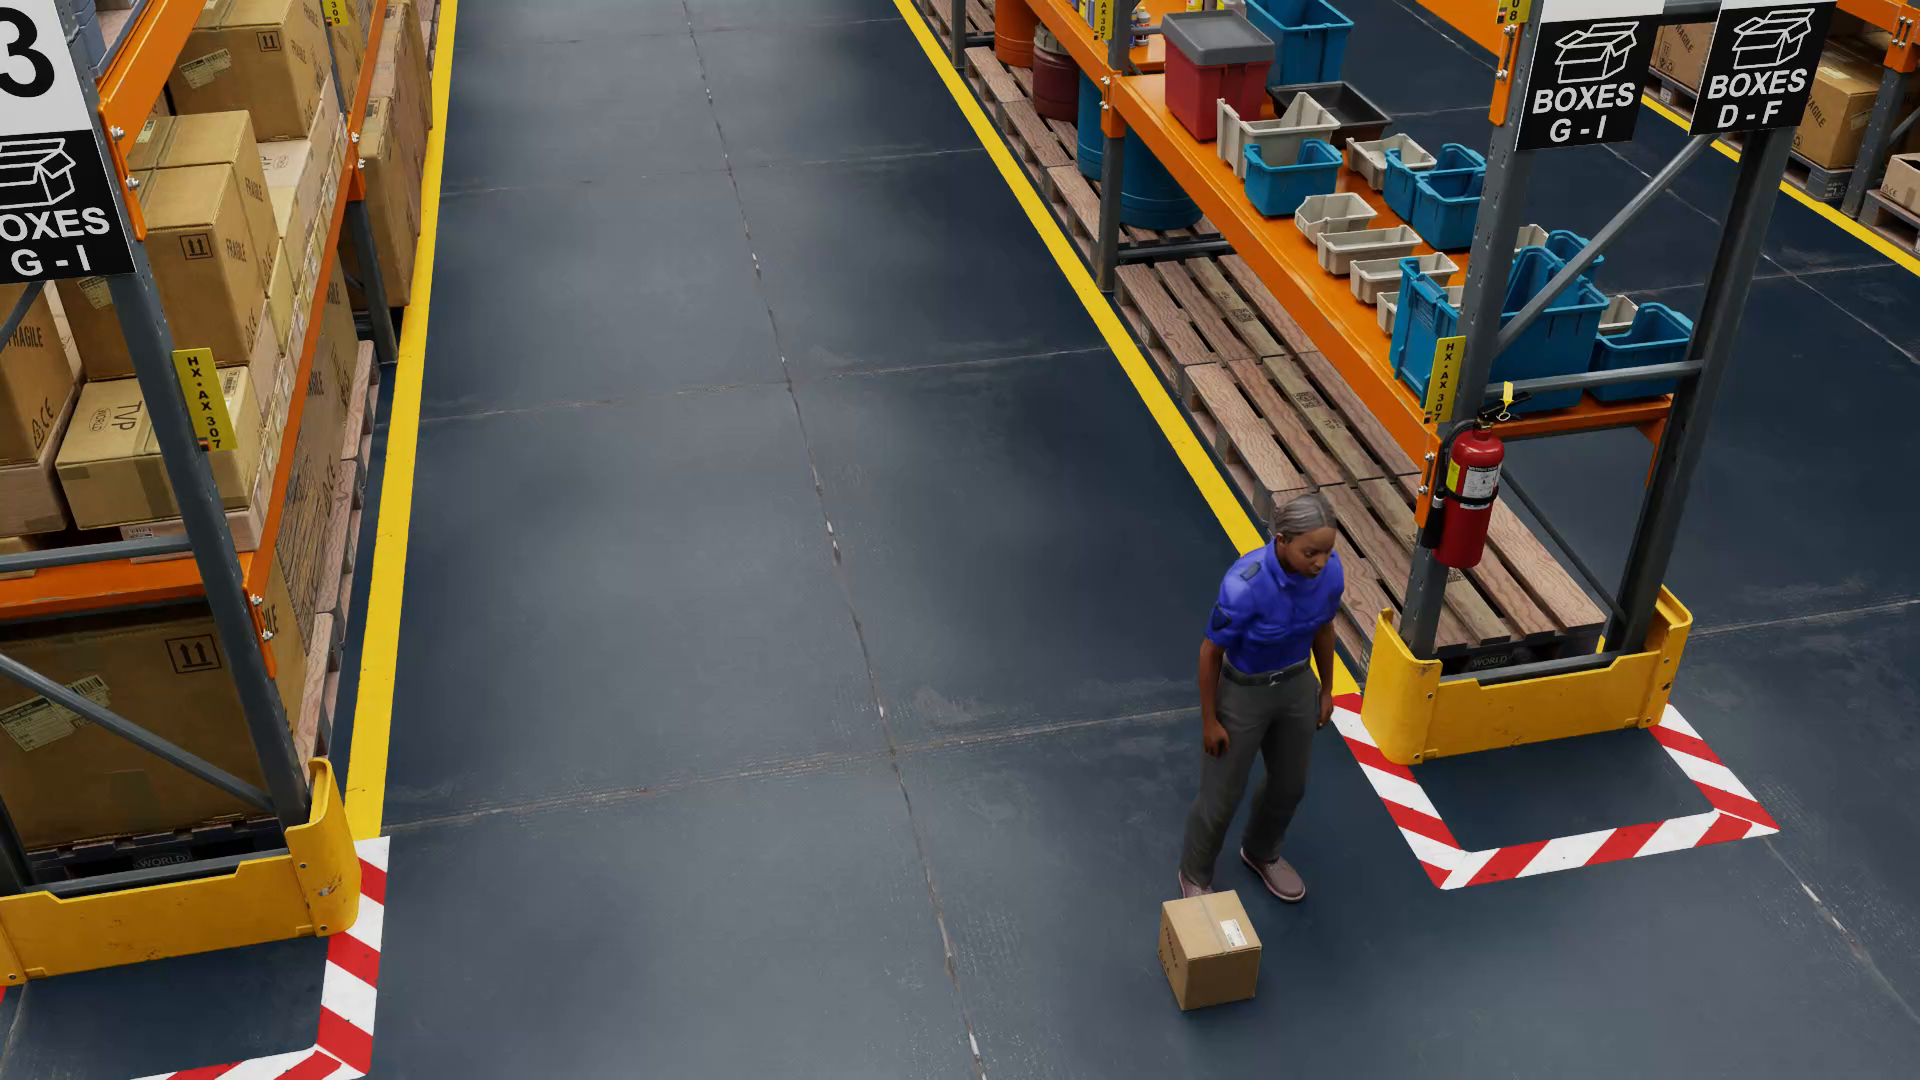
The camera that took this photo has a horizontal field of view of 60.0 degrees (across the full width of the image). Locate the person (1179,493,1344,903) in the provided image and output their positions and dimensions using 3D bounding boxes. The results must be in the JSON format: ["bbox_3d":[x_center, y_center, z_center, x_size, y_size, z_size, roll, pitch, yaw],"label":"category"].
[{"bbox_3d":[0.976,0.529,5.379,0.492,1.655,0.348,-13,37,-18],"label":"person"}]
